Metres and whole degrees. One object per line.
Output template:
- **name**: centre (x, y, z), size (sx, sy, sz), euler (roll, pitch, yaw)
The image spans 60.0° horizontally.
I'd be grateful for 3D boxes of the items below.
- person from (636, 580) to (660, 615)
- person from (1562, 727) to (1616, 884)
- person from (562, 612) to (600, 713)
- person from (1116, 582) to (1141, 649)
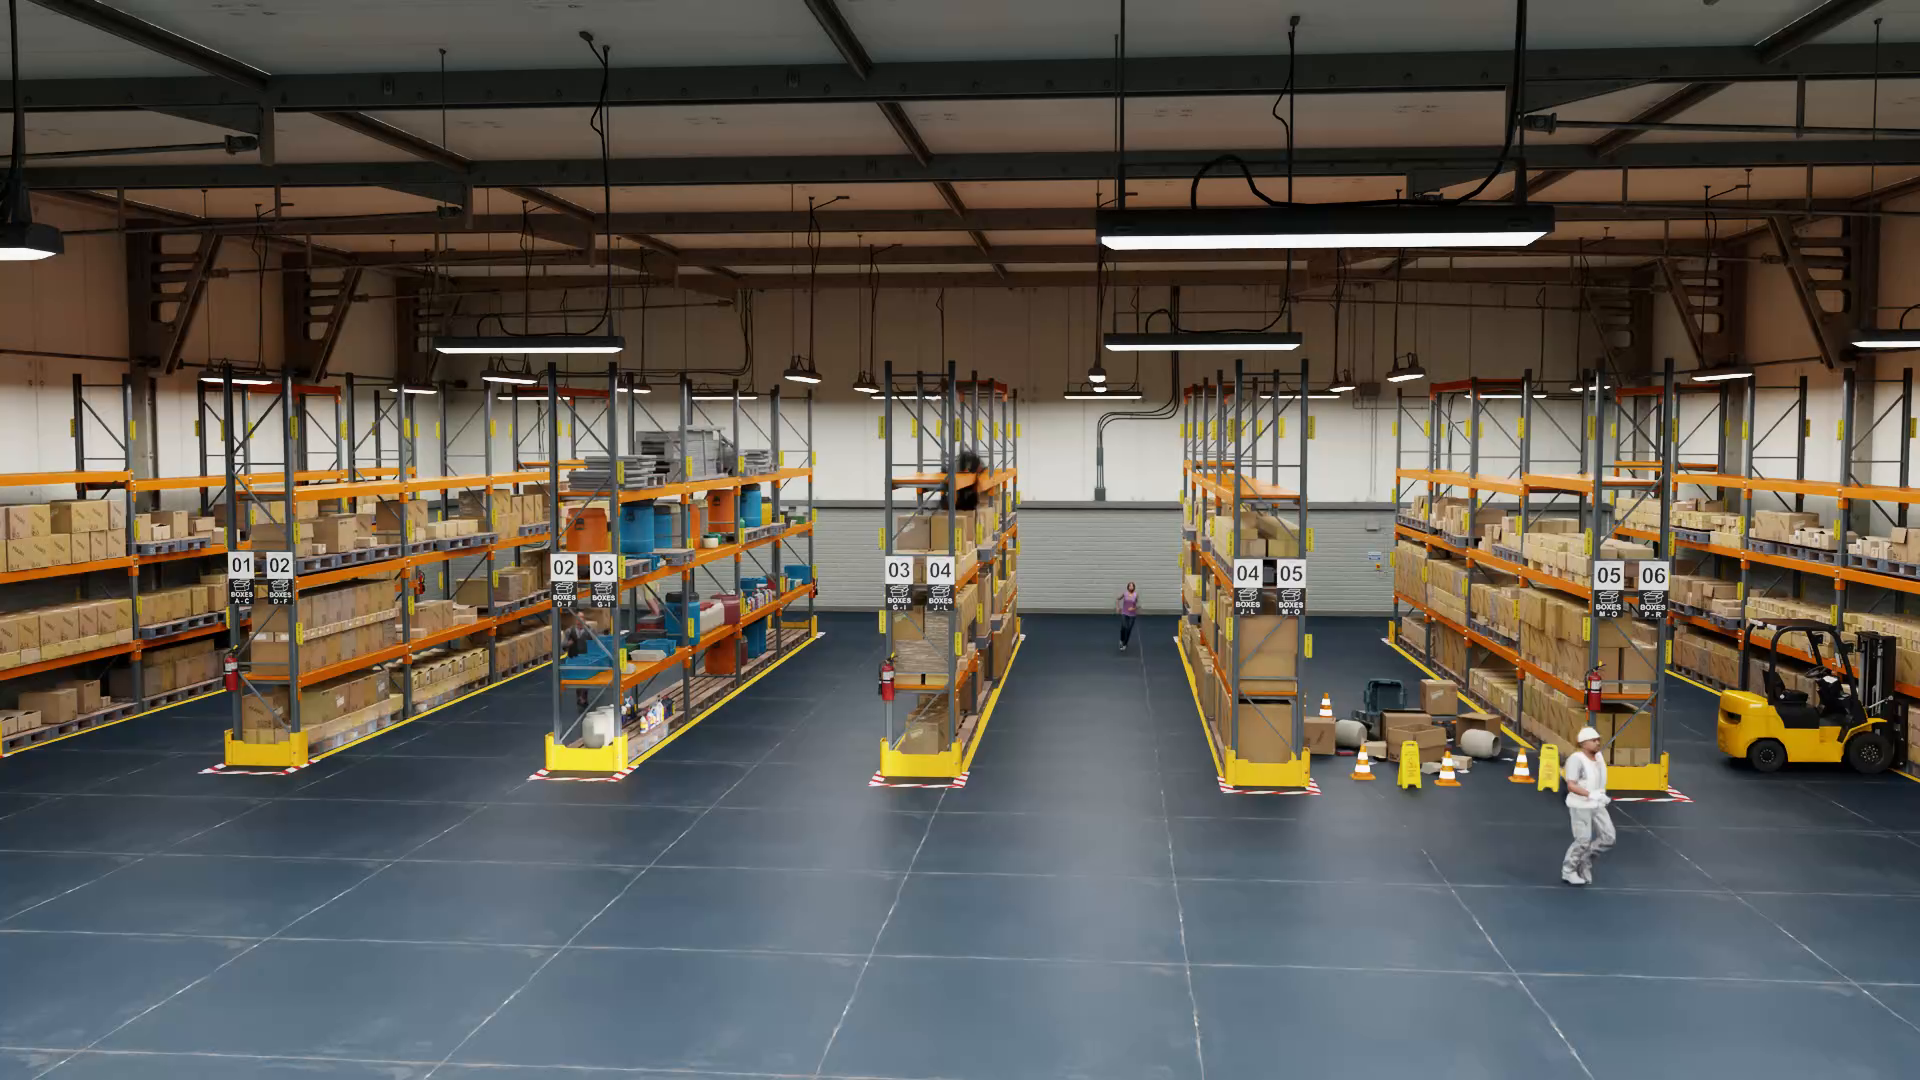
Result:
- **person**: centre (-7.642, 1.468, 41.192), size (0.905, 1.606, 0.629), euler (3, 5, 39)
- **person**: centre (6.919, 2.924, 18.187), size (0.721, 1.759, 0.638), euler (-2, 4, -32)
- **person**: centre (-6.804, 2.174, 29.819), size (0.641, 1.770, 0.740), euler (0, 4, -1)
- **person**: centre (3.845, 1.732, 37.927), size (0.556, 1.552, 0.523), euler (0, 4, 0)
